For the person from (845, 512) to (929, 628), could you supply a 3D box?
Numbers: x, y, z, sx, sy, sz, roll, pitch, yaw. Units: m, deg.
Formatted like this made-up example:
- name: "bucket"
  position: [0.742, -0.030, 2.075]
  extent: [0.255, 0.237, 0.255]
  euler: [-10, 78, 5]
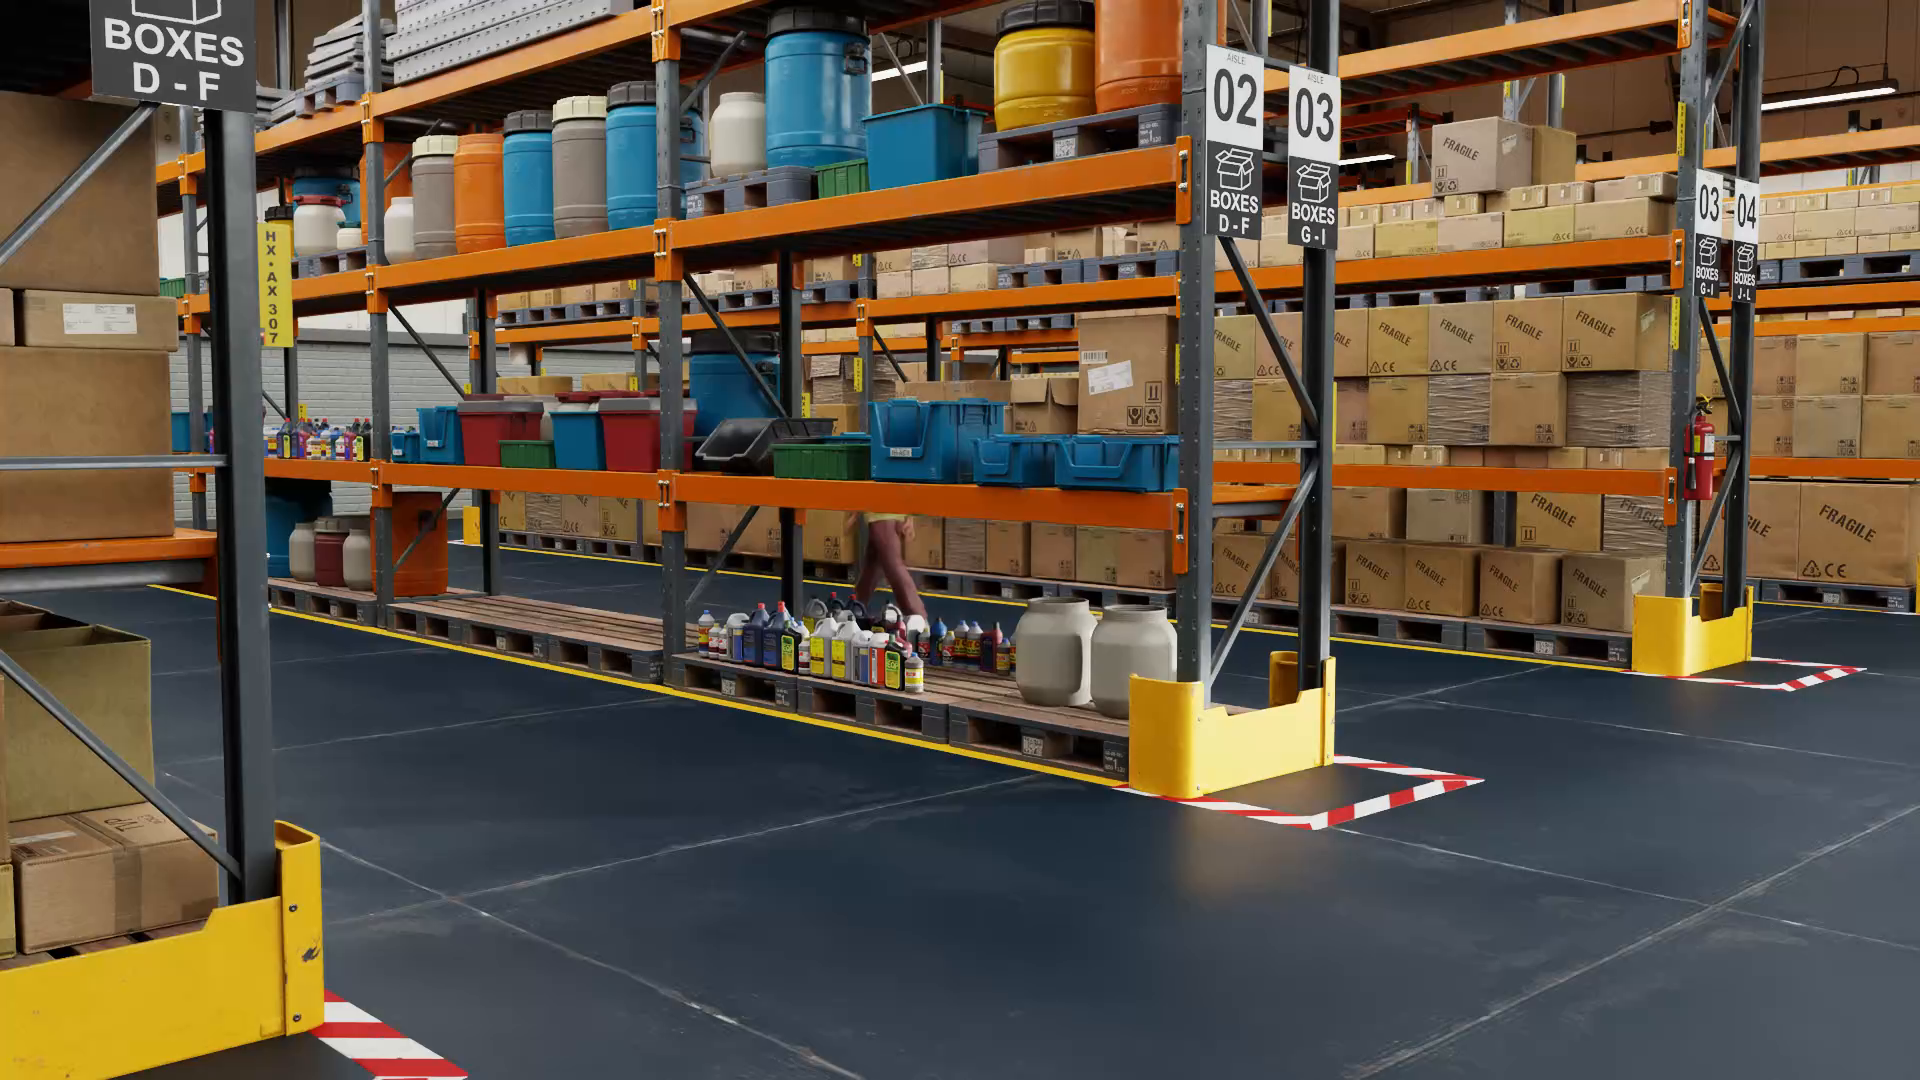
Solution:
- name: "person"
  position: [-0.655, -0.134, 12.689]
  extent: [0.979, 1.618, 0.459]
  euler: [2, 5, 32]
